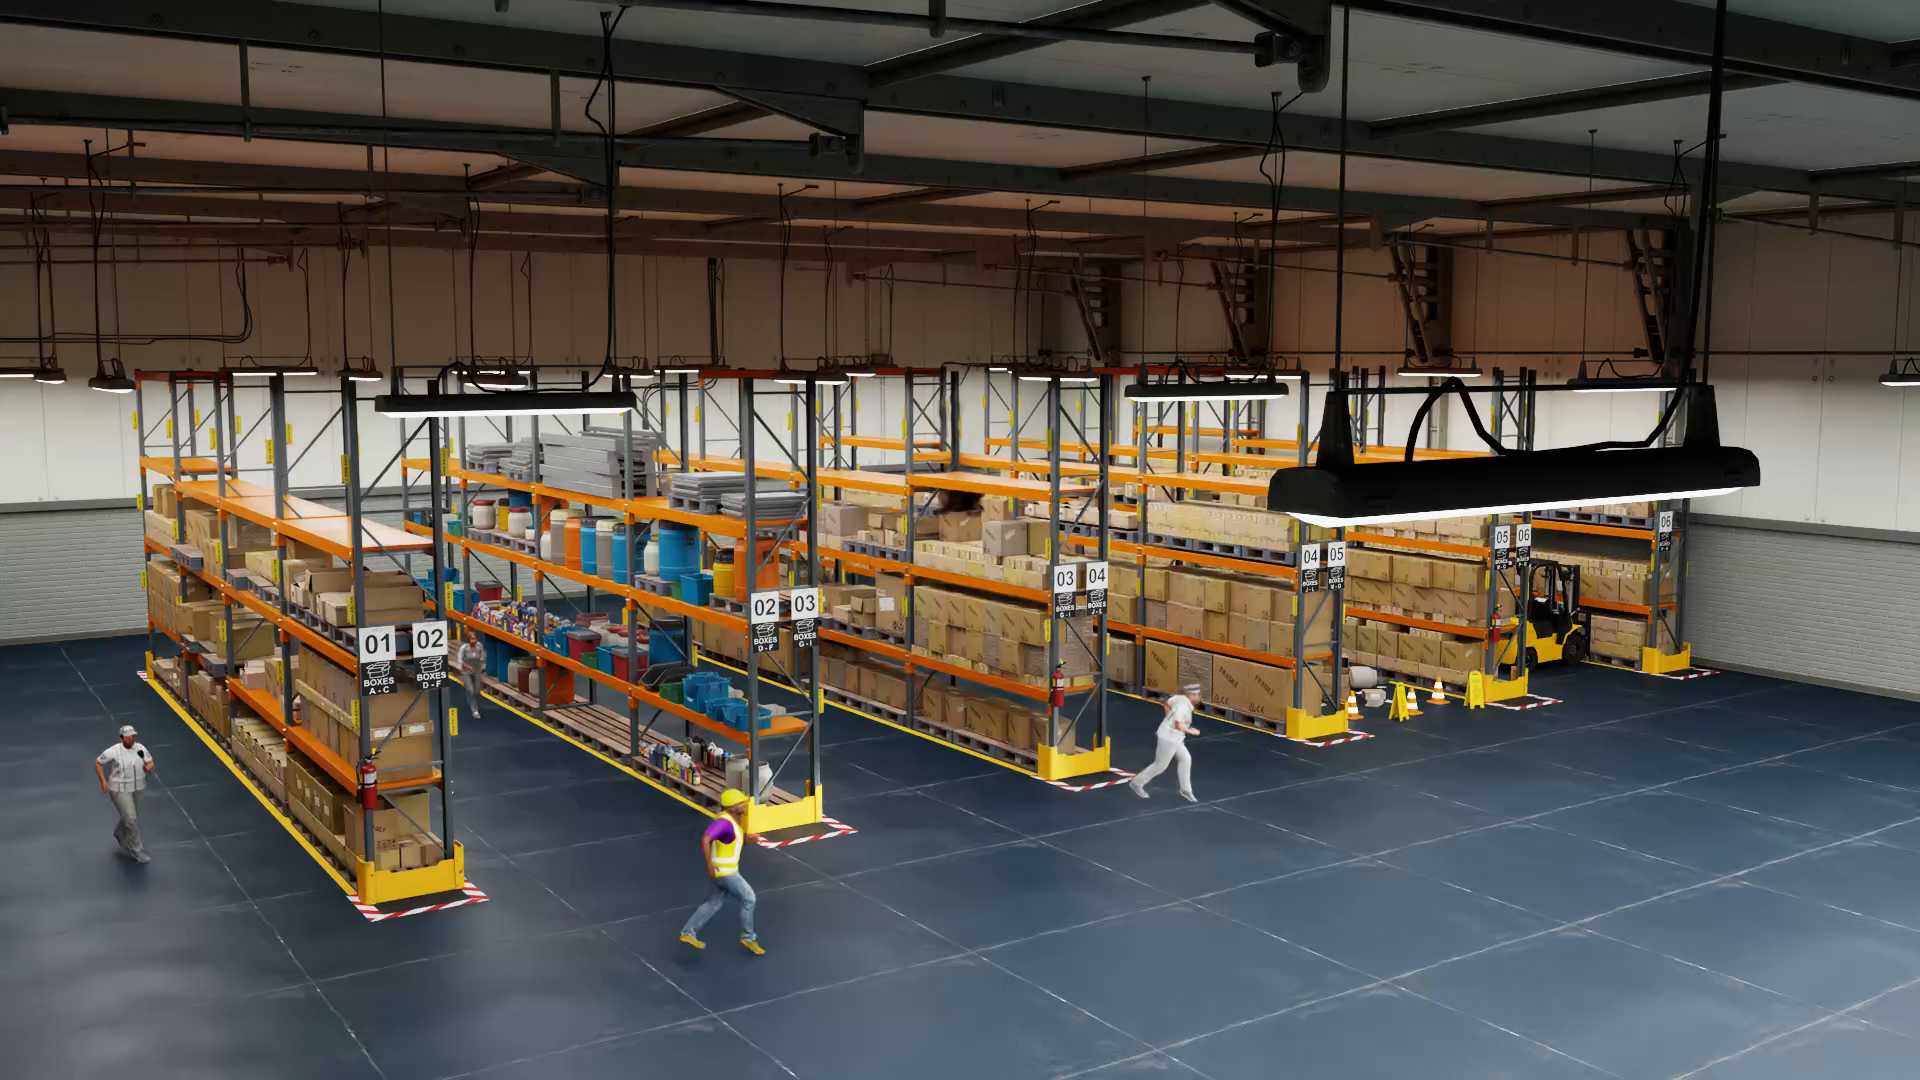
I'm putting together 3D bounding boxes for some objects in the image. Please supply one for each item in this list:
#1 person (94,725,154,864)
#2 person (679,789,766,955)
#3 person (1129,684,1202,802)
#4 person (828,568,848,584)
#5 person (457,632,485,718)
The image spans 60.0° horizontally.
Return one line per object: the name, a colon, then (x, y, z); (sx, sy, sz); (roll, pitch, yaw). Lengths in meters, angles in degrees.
person: (-10.424, 3.142, 20.821); (0.908, 1.689, 0.571); (4, 8, 31)
person: (-2.503, 3.504, 17.432); (0.904, 1.808, 0.729); (-1, 7, -10)
person: (2.893, 2.886, 23.483); (1.015, 1.739, 0.704); (0, 6, 1)
person: (-3.105, 0.675, 42.796); (0.545, 1.724, 0.735); (3, 7, 27)
person: (-8.490, 2.326, 28.905); (0.506, 1.540, 0.689); (-3, 7, -27)
